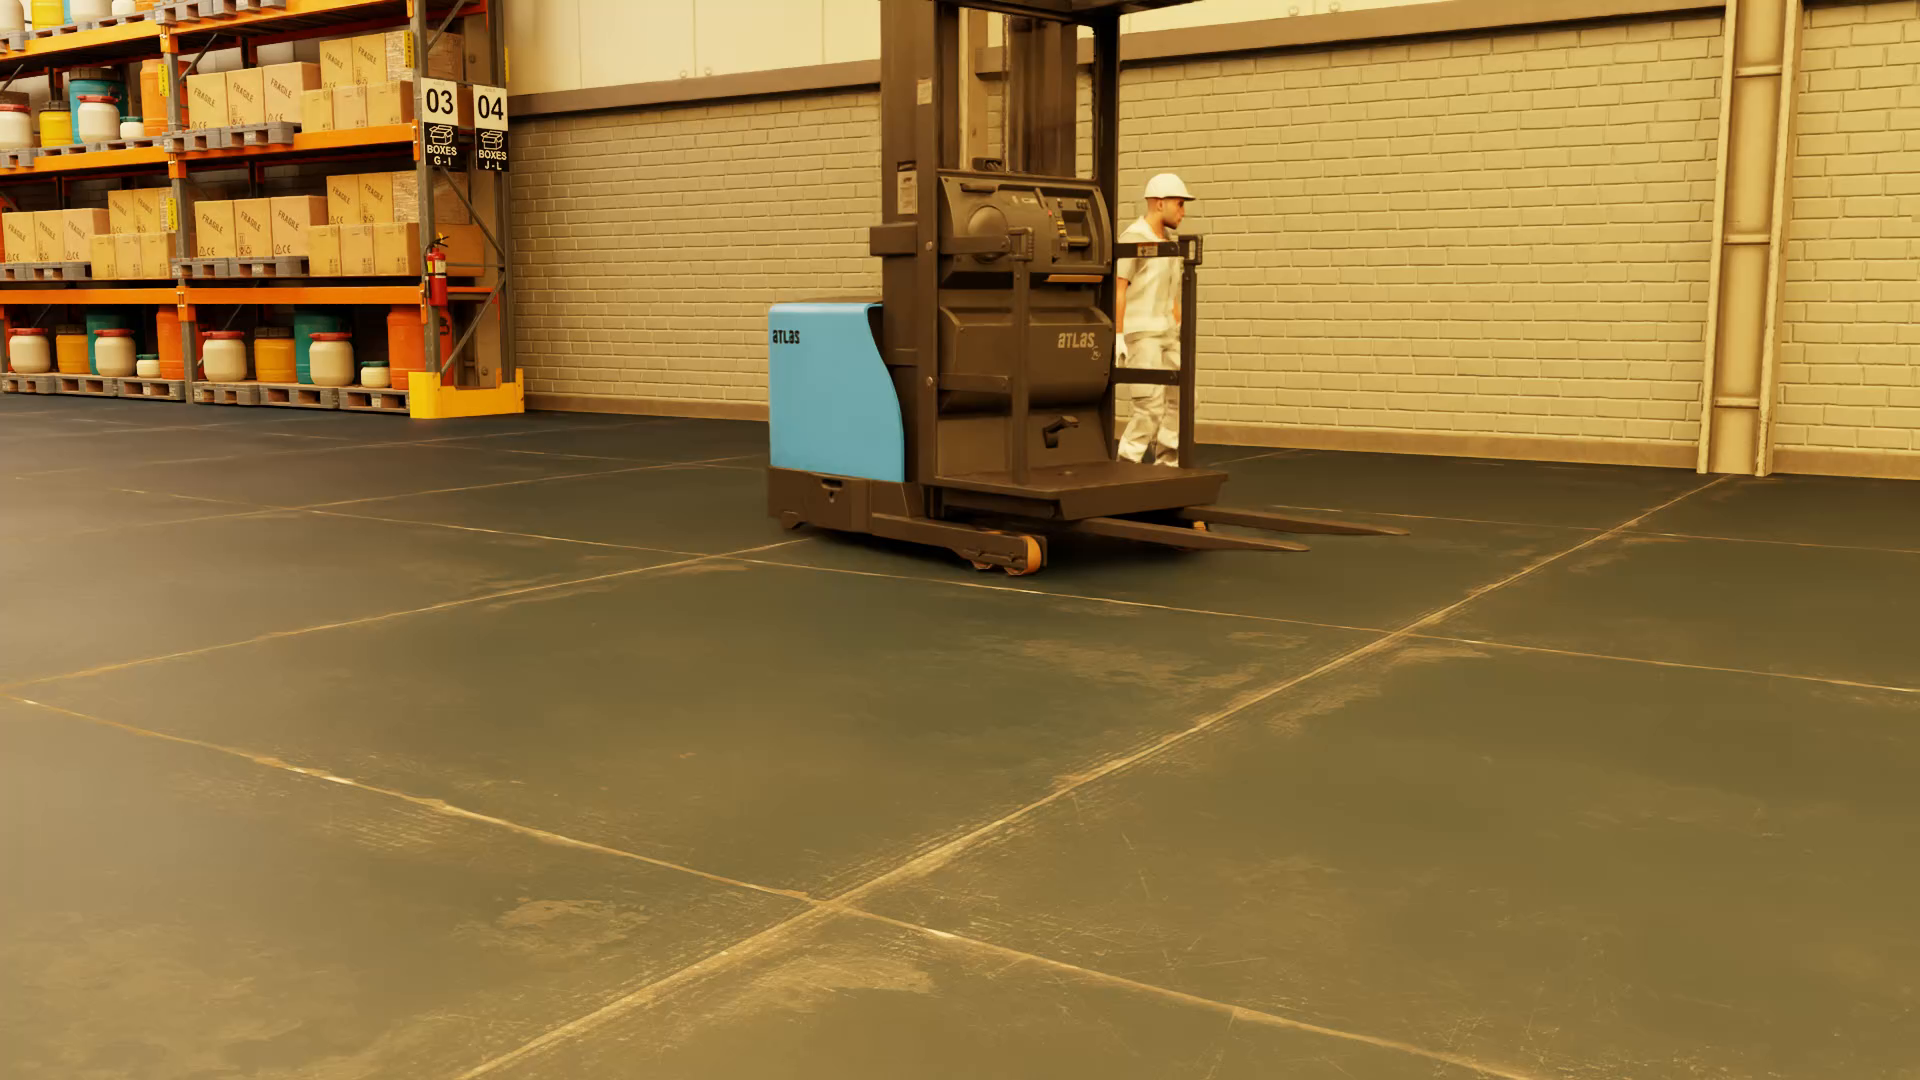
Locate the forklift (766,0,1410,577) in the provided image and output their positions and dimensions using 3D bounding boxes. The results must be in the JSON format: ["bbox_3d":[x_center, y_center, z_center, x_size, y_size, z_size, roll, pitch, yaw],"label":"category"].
[{"bbox_3d":[0.433,-1.386,6.939,1.130,2.935,3.031,-7,11,-41],"label":"forklift"}]

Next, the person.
[{"bbox_3d":[1.055,-1.084,9.007,0.434,1.754,0.796,4,9,28],"label":"person"}]
